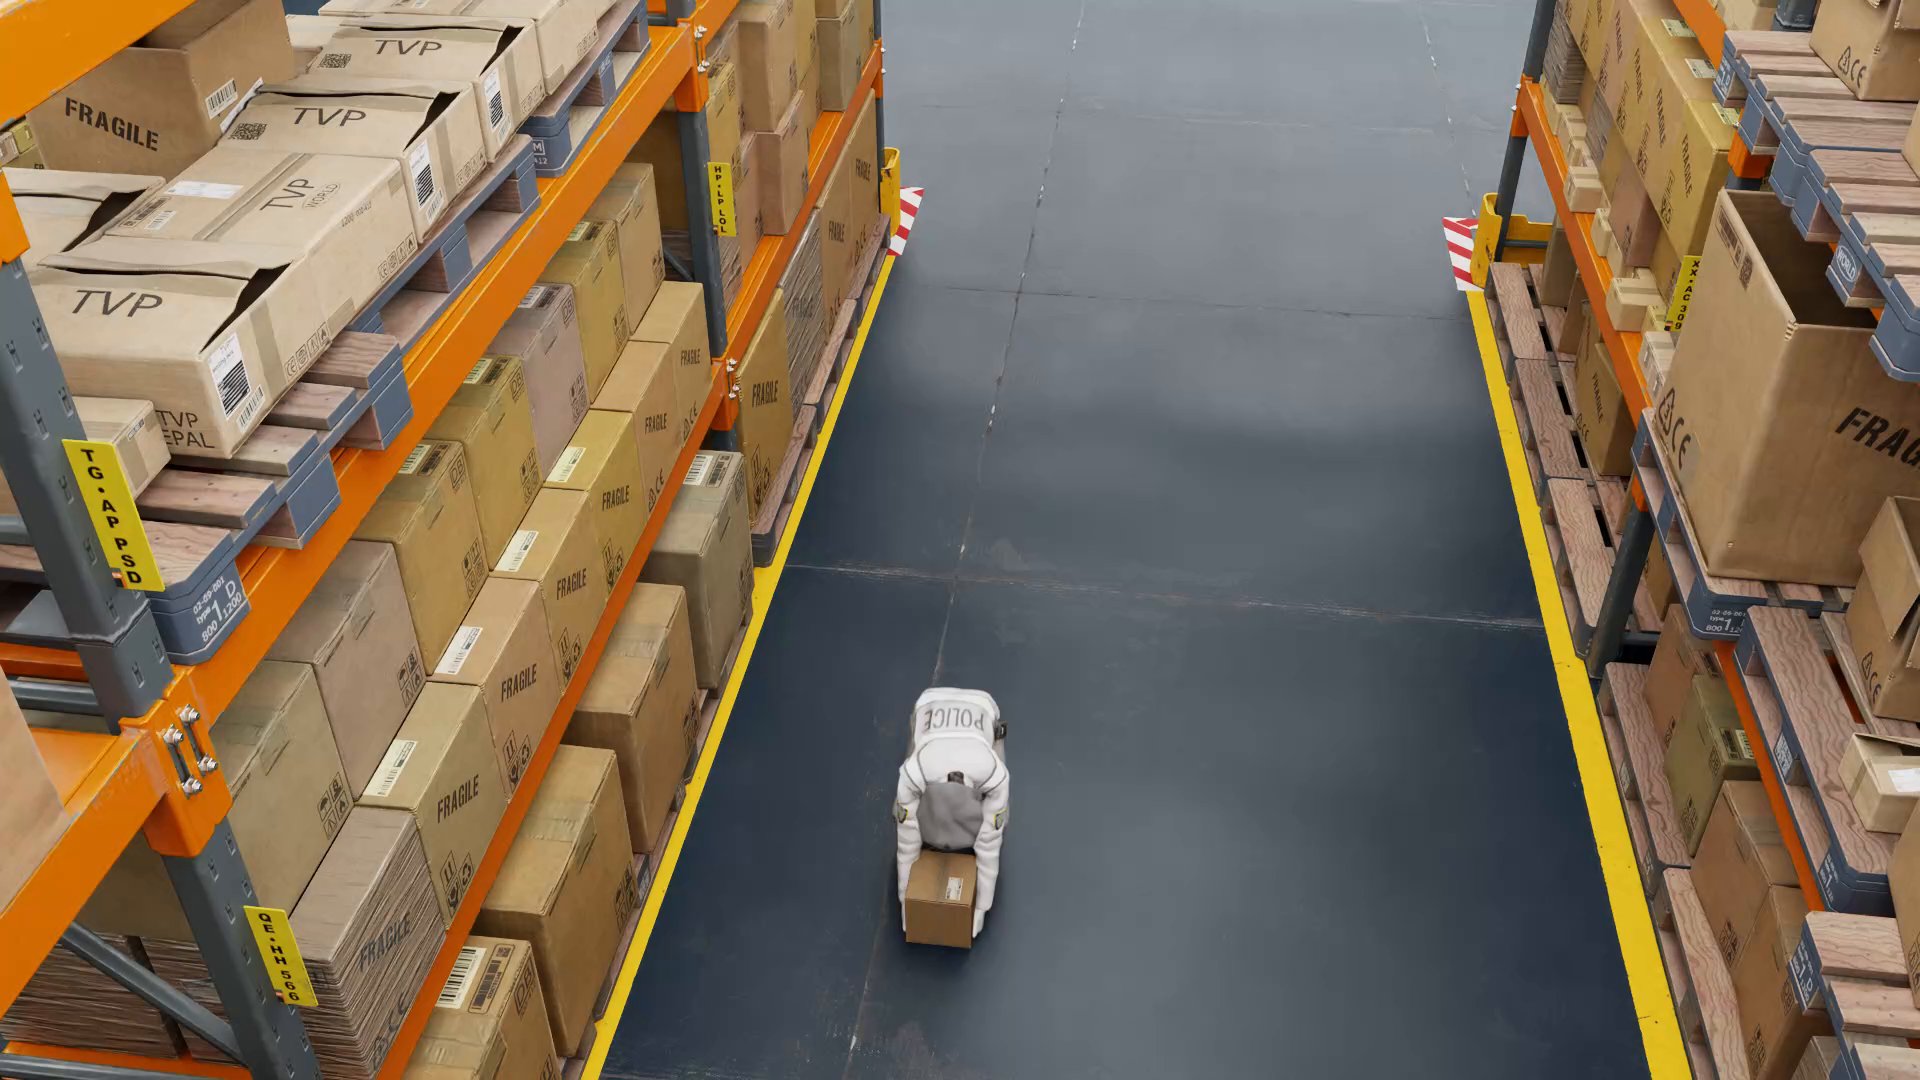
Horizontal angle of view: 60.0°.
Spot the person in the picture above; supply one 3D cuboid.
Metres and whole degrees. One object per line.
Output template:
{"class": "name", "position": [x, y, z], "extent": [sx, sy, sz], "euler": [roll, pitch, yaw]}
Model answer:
{"class": "person", "position": [-0.031, 1.000, 6.457], "extent": [0.456, 0.780, 0.908], "euler": [4, 36, 5]}
